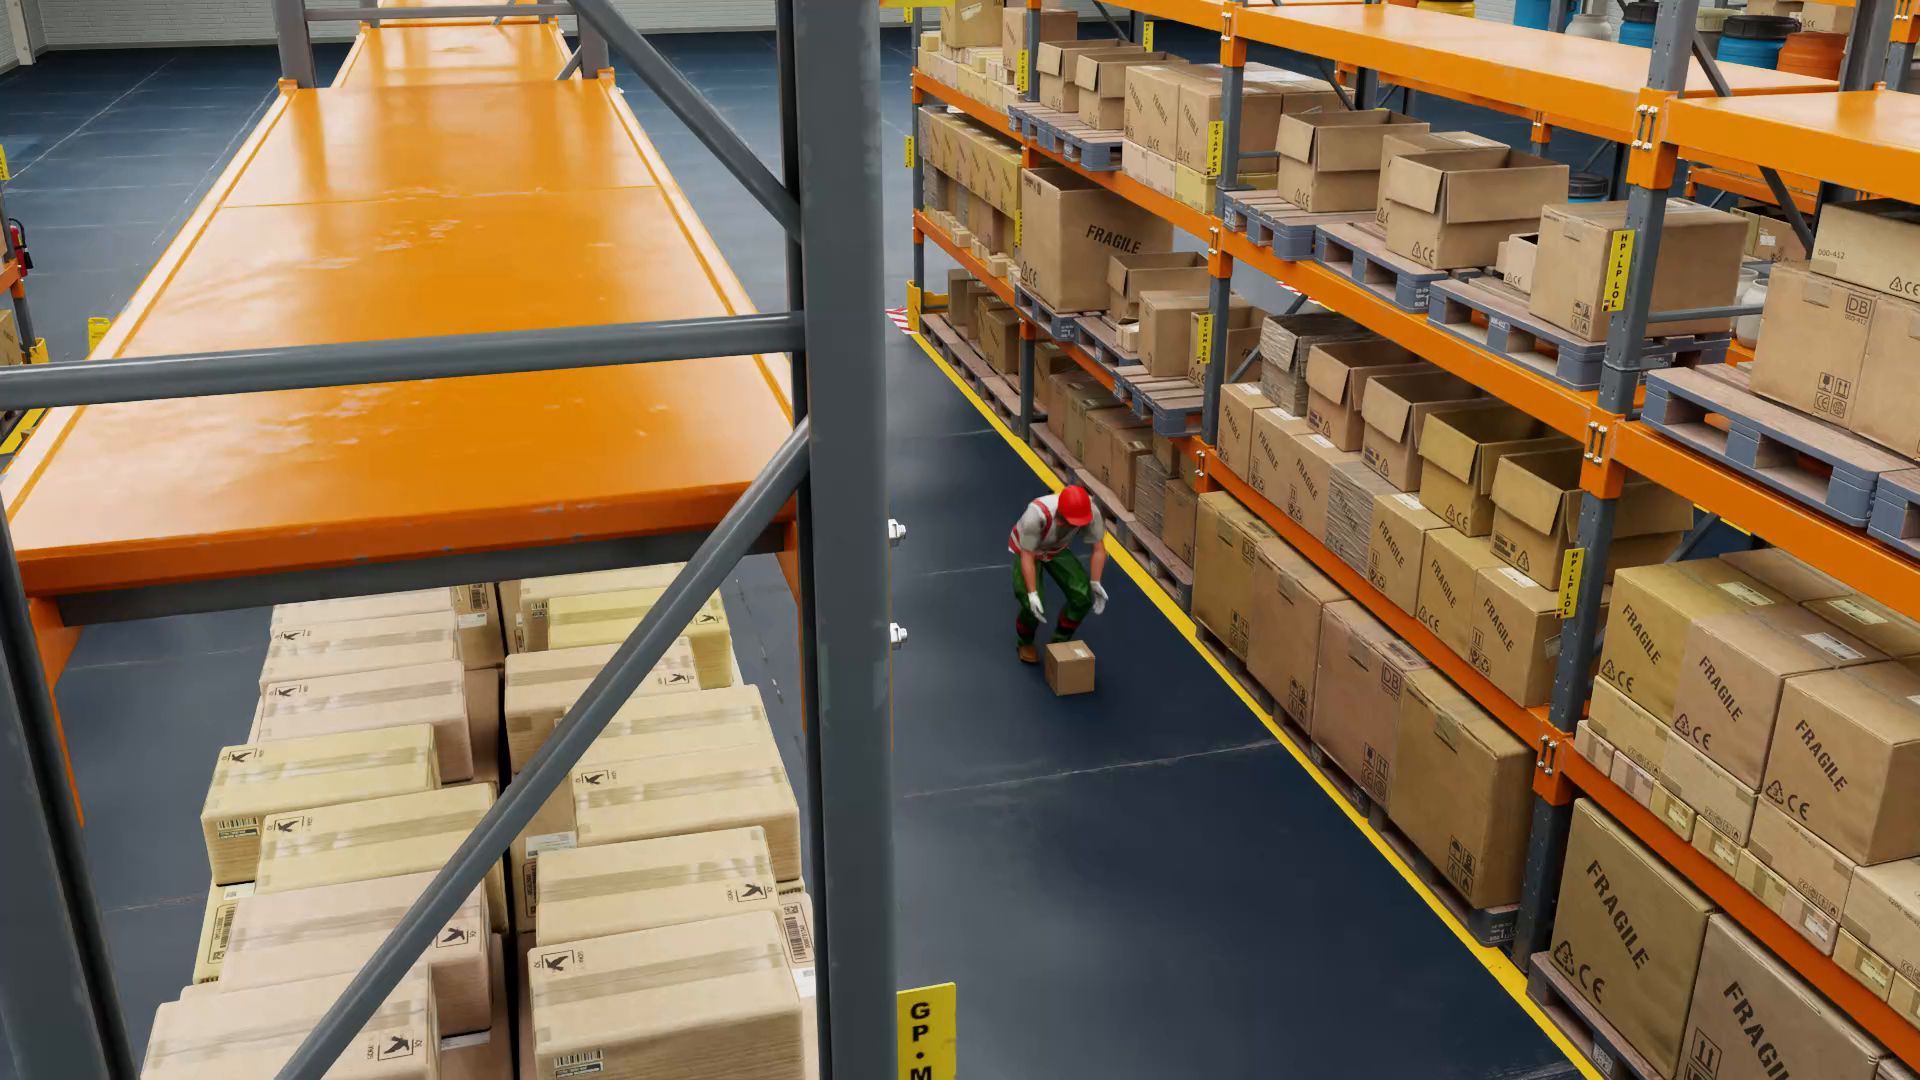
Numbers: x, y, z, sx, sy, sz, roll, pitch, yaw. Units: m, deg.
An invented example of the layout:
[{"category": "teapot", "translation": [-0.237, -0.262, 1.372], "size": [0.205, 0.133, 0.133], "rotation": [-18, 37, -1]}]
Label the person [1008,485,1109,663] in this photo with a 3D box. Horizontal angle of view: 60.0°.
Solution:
[{"category": "person", "translation": [0.635, 0.174, 10.829], "size": [0.584, 1.321, 0.808], "rotation": [-6, 24, -15]}]
